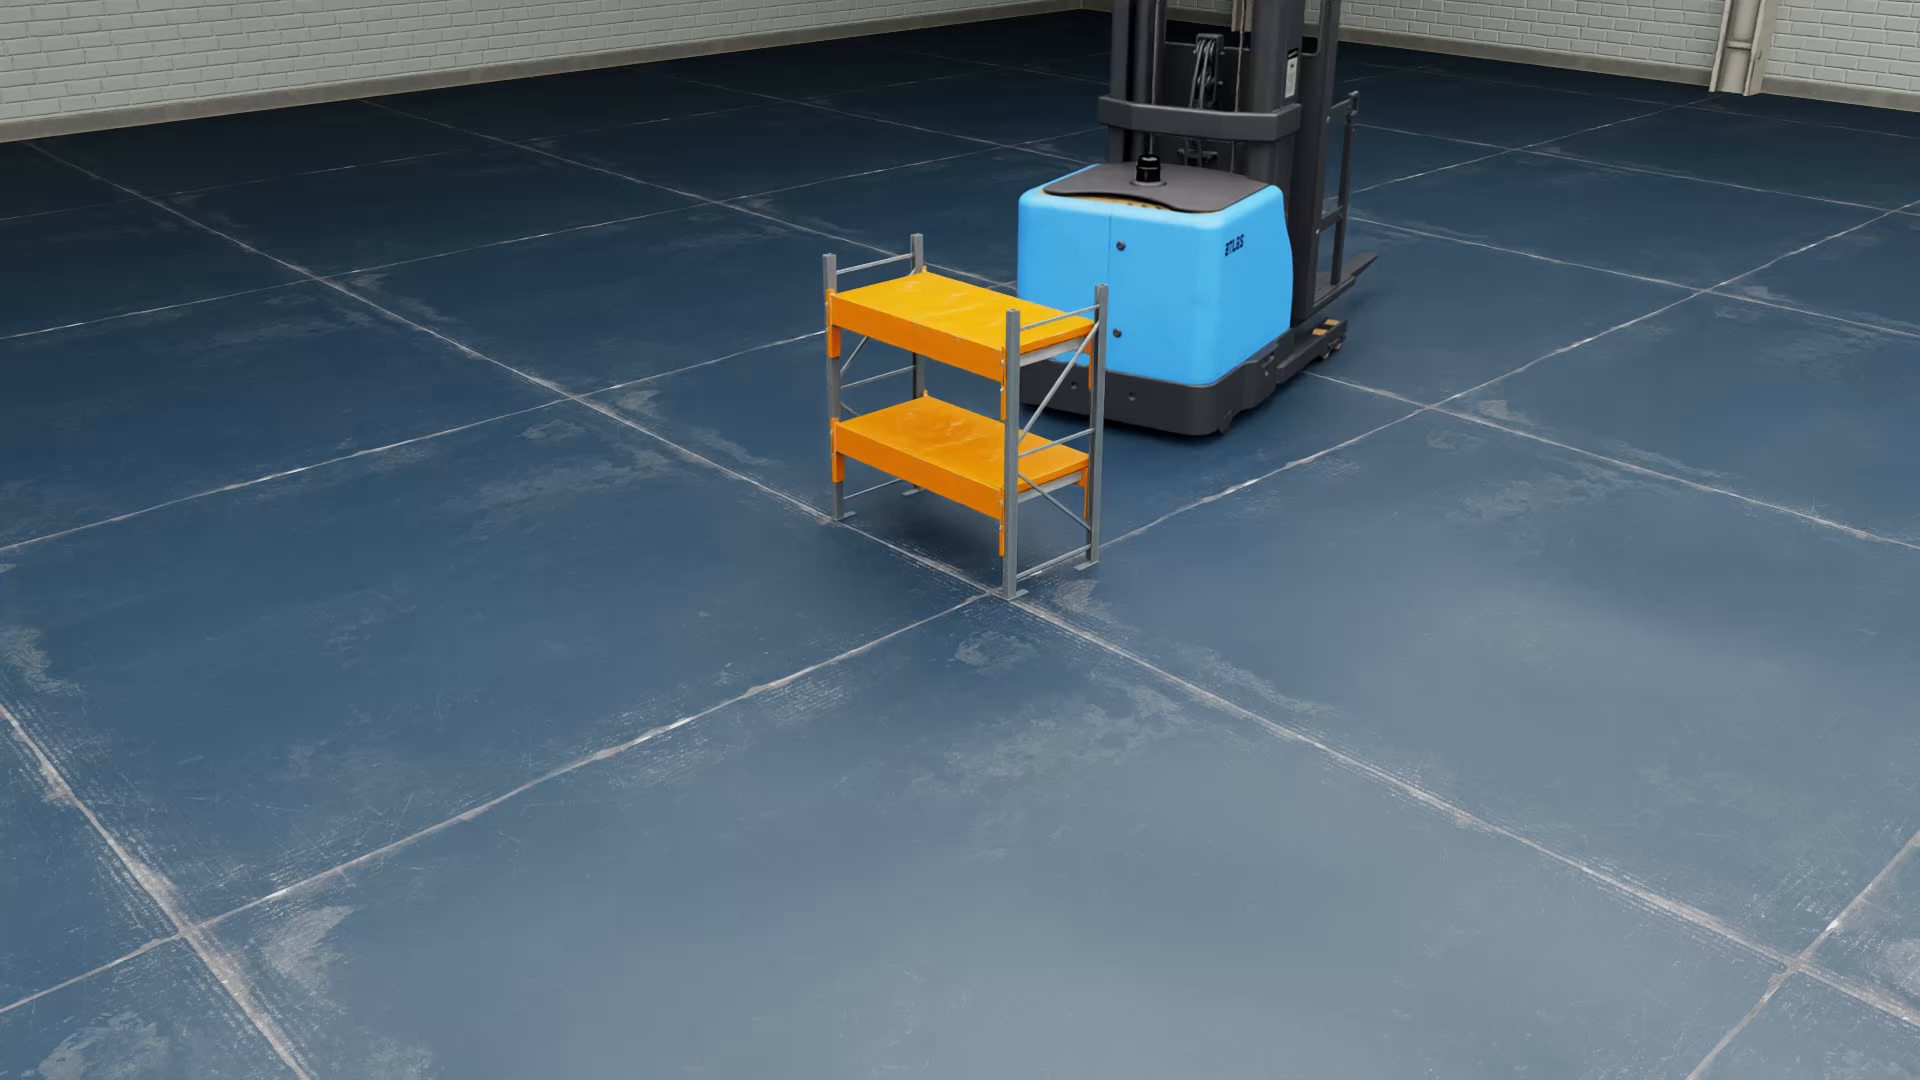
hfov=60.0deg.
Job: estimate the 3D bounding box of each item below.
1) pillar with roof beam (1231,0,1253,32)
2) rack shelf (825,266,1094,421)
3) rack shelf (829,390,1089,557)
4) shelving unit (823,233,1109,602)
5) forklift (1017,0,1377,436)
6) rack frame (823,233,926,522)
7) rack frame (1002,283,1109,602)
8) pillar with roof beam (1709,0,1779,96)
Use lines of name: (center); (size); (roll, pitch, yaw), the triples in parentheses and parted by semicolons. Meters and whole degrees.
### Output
pillar with roof beam: (0.447, -9.140, 15.944); (9.100, 9.000, 0.400); (-21, 32, -38)
rack shelf: (0.005, -0.776, 6.391); (0.538, 0.278, 1.000); (-21, 32, -38)
rack shelf: (0.005, -0.287, 6.614); (0.538, 0.278, 1.000); (-21, 32, -38)
shelving unit: (0.005, -0.510, 6.512); (0.538, 1.125, 1.048); (-21, 32, -38)
forklift: (1.442, -2.380, 8.437); (1.130, 2.935, 3.031); (14, 28, 28)
rack frame: (-0.343, -0.664, 6.850); (0.500, 1.125, 0.032); (-21, 32, -38)
rack frame: (0.352, -0.356, 6.174); (0.500, 1.125, 0.032); (-21, 32, -38)
pillar with roof beam: (4.548, -7.323, 11.959); (9.100, 9.000, 0.400); (-21, 32, -38)
